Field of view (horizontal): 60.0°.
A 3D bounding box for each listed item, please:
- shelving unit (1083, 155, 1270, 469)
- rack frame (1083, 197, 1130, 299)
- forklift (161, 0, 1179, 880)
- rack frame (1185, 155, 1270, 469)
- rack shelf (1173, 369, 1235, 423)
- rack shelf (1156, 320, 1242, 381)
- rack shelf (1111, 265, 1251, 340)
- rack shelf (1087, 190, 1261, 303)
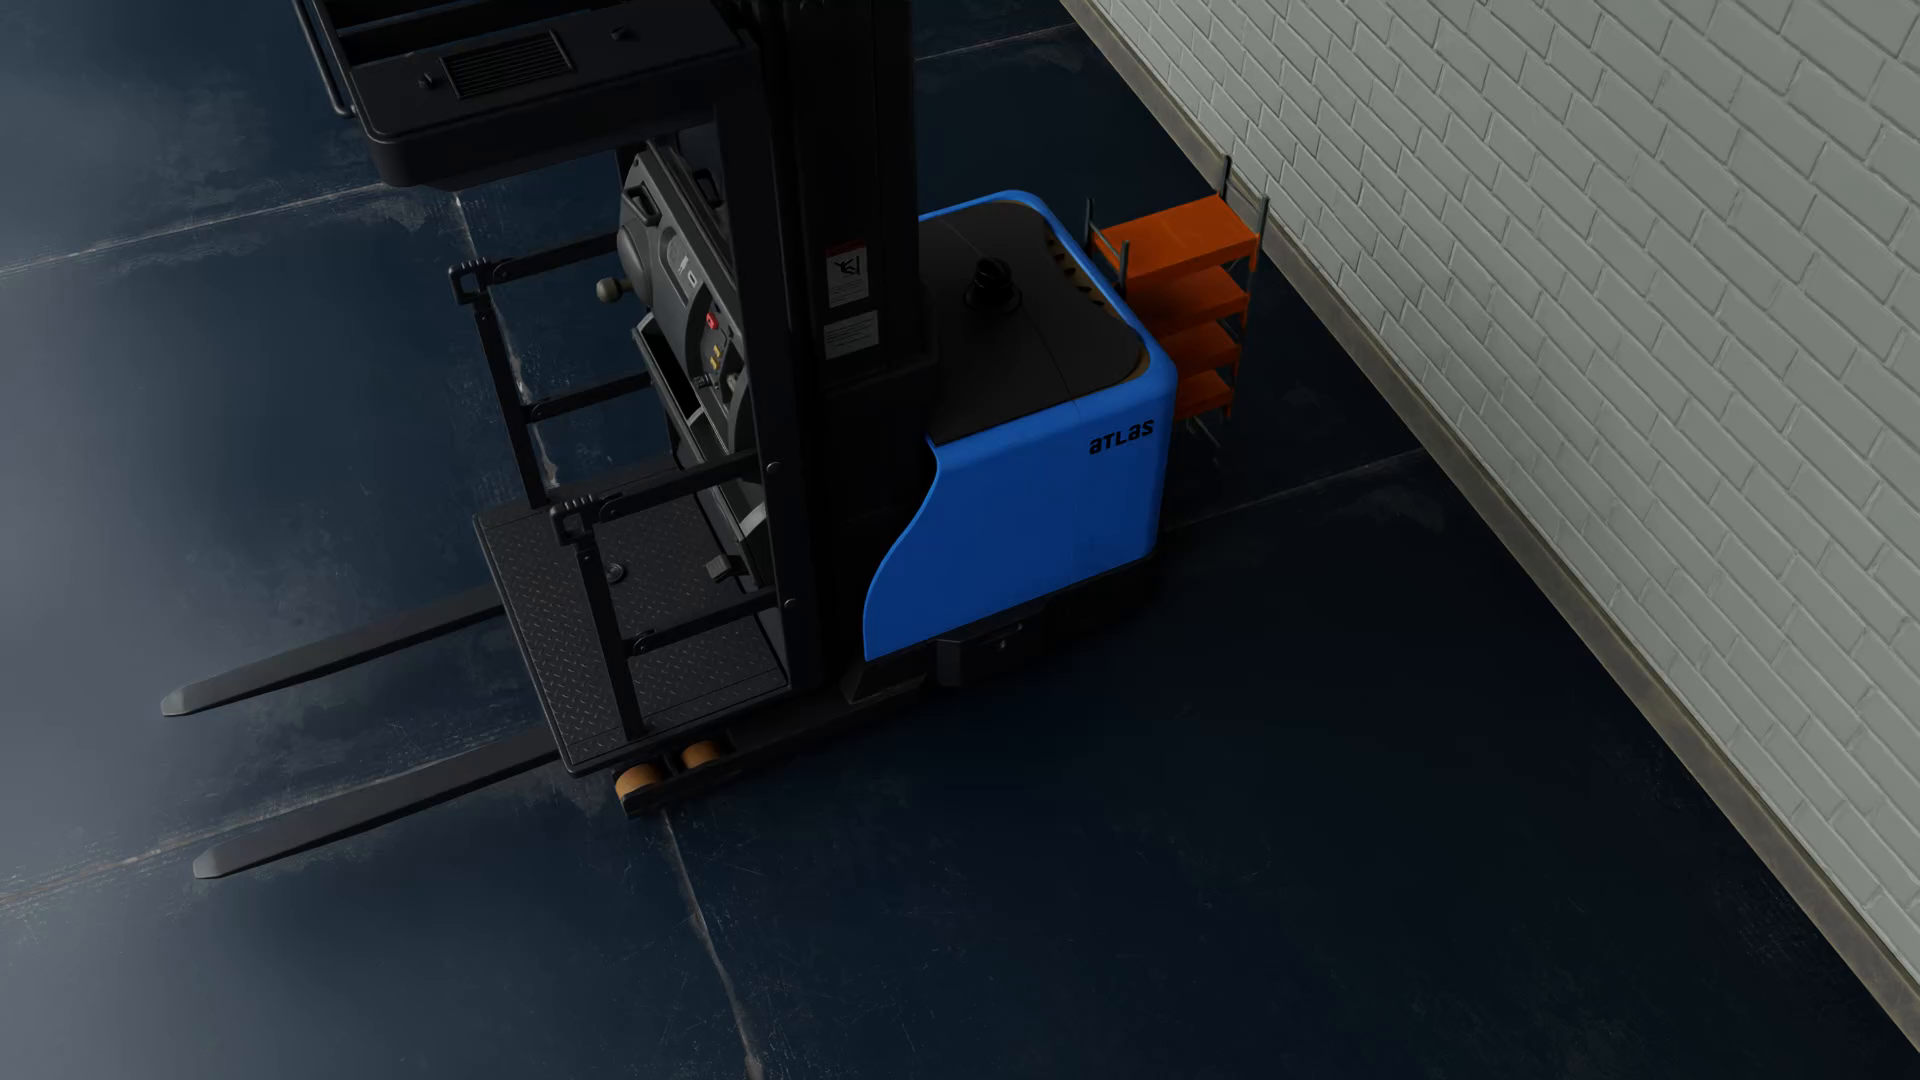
[{"bbox_3d":[0.665,-0.650,5.517,0.503,1.200,0.258,-20,52,-16],"label":"shelving unit"},{"bbox_3d":[0.445,-0.570,5.449,0.015,1.200,0.240,-20,52,-16],"label":"rack frame"},{"bbox_3d":[-0.911,-0.585,4.321,3.031,2.935,1.130,-20,52,-16],"label":"forklift"},{"bbox_3d":[0.886,-0.730,5.586,0.015,1.200,0.240,-20,52,-16],"label":"rack frame"},{"bbox_3d":[0.665,-0.477,5.719,0.480,0.148,0.258,-20,52,-16],"label":"rack shelf"},{"bbox_3d":[0.665,-0.606,5.568,0.480,0.148,0.258,-20,52,-16],"label":"rack shelf"},{"bbox_3d":[0.665,-0.752,5.399,0.480,0.148,0.258,-20,52,-16],"label":"rack shelf"},{"bbox_3d":[0.665,-0.906,5.219,0.480,0.148,0.258,-20,52,-16],"label":"rack shelf"}]
